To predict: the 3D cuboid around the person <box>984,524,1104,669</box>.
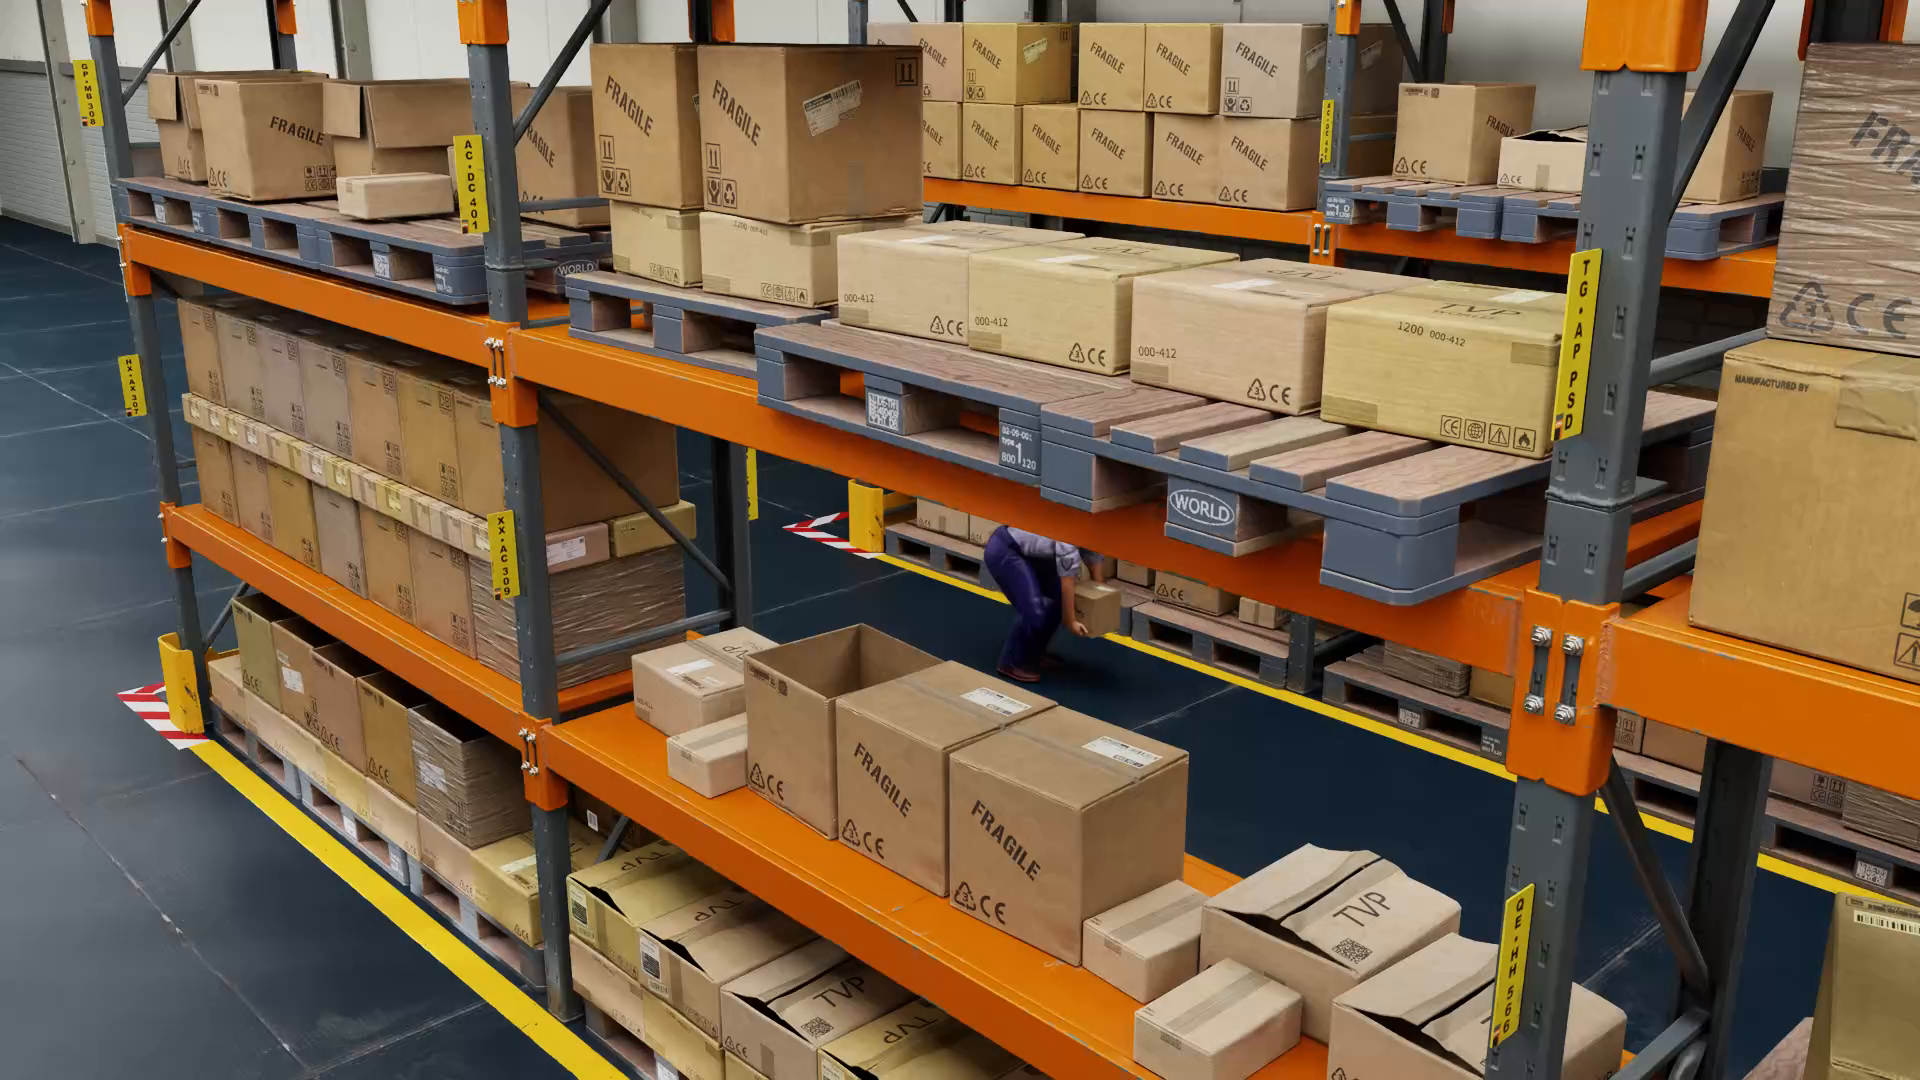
[{"bbox_3d":[0.582,0.264,9.998,0.877,1.061,0.495,10,20,29],"label":"person"}]
